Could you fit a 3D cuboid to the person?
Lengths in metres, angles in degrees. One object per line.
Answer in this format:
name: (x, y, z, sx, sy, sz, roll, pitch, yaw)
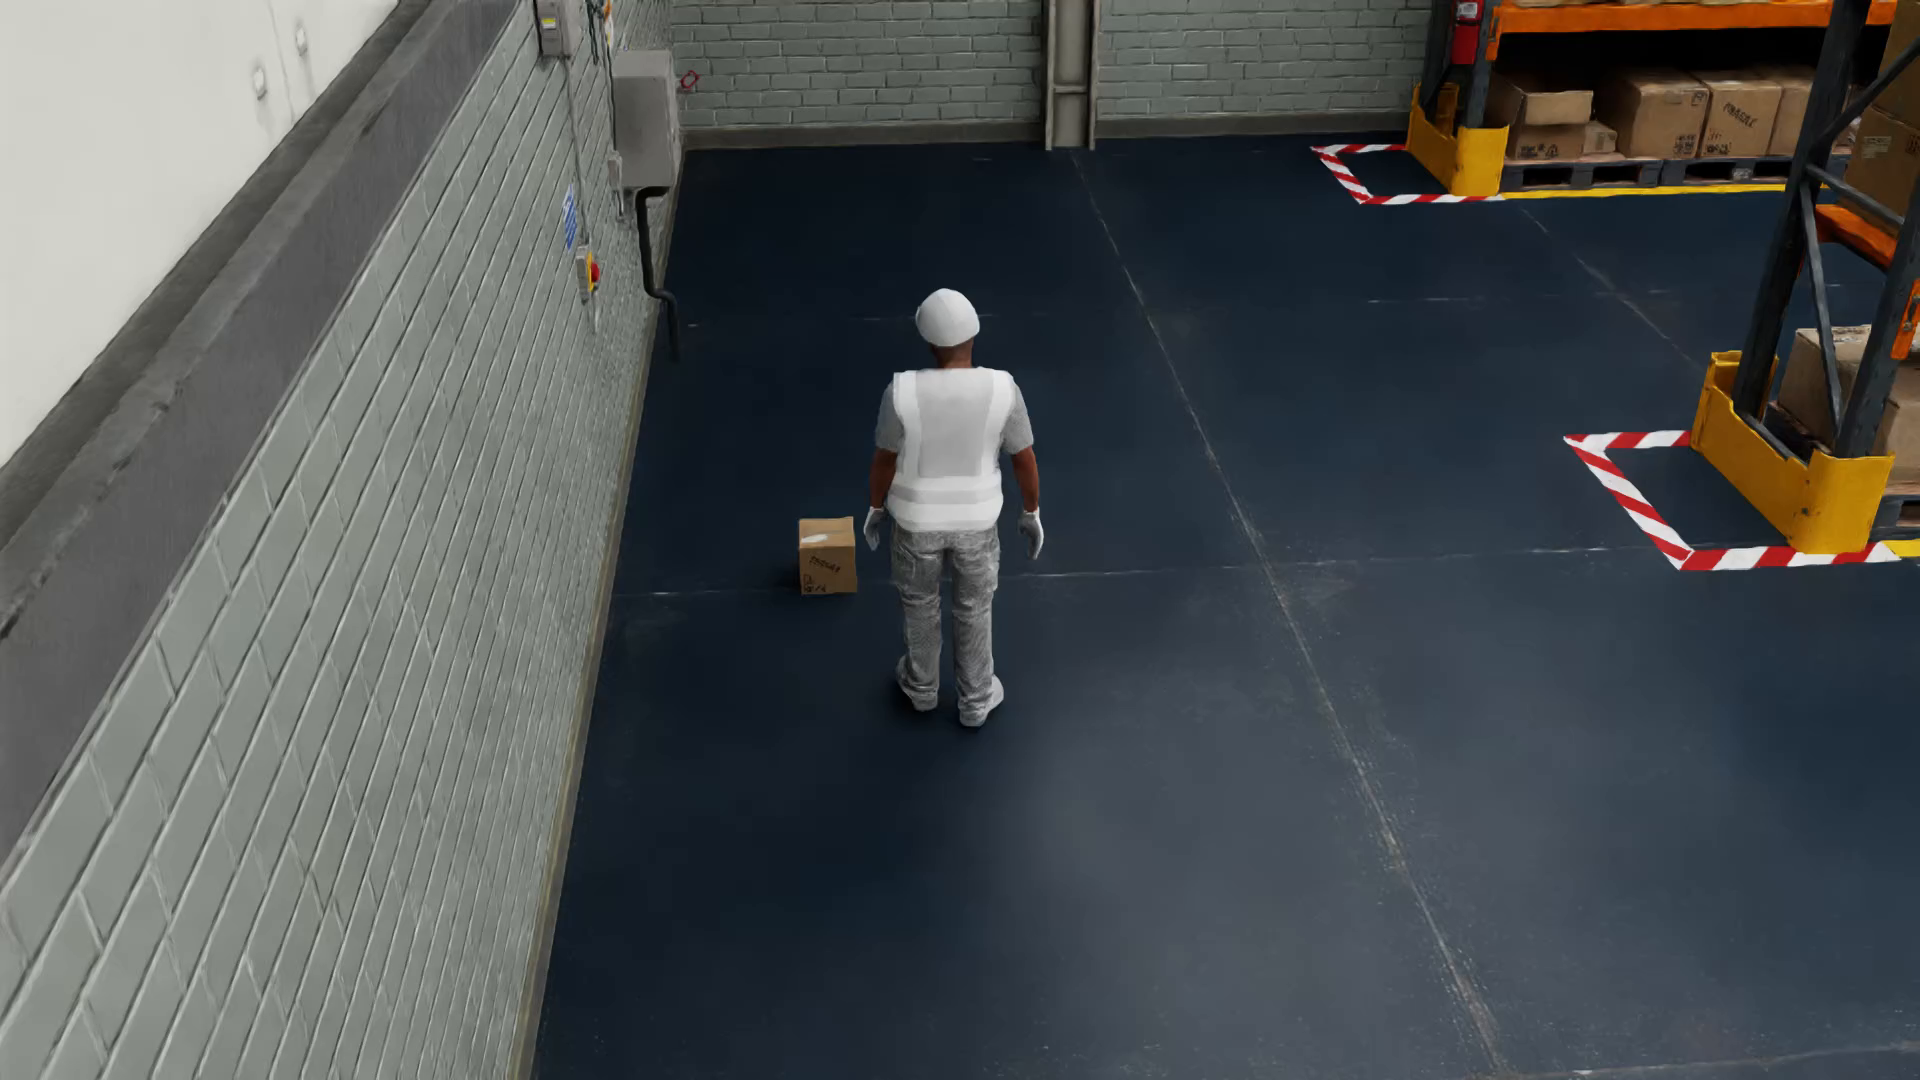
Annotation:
person: (-0.029, -0.119, 6.269, 0.671, 1.791, 0.453, -2, 31, -4)
